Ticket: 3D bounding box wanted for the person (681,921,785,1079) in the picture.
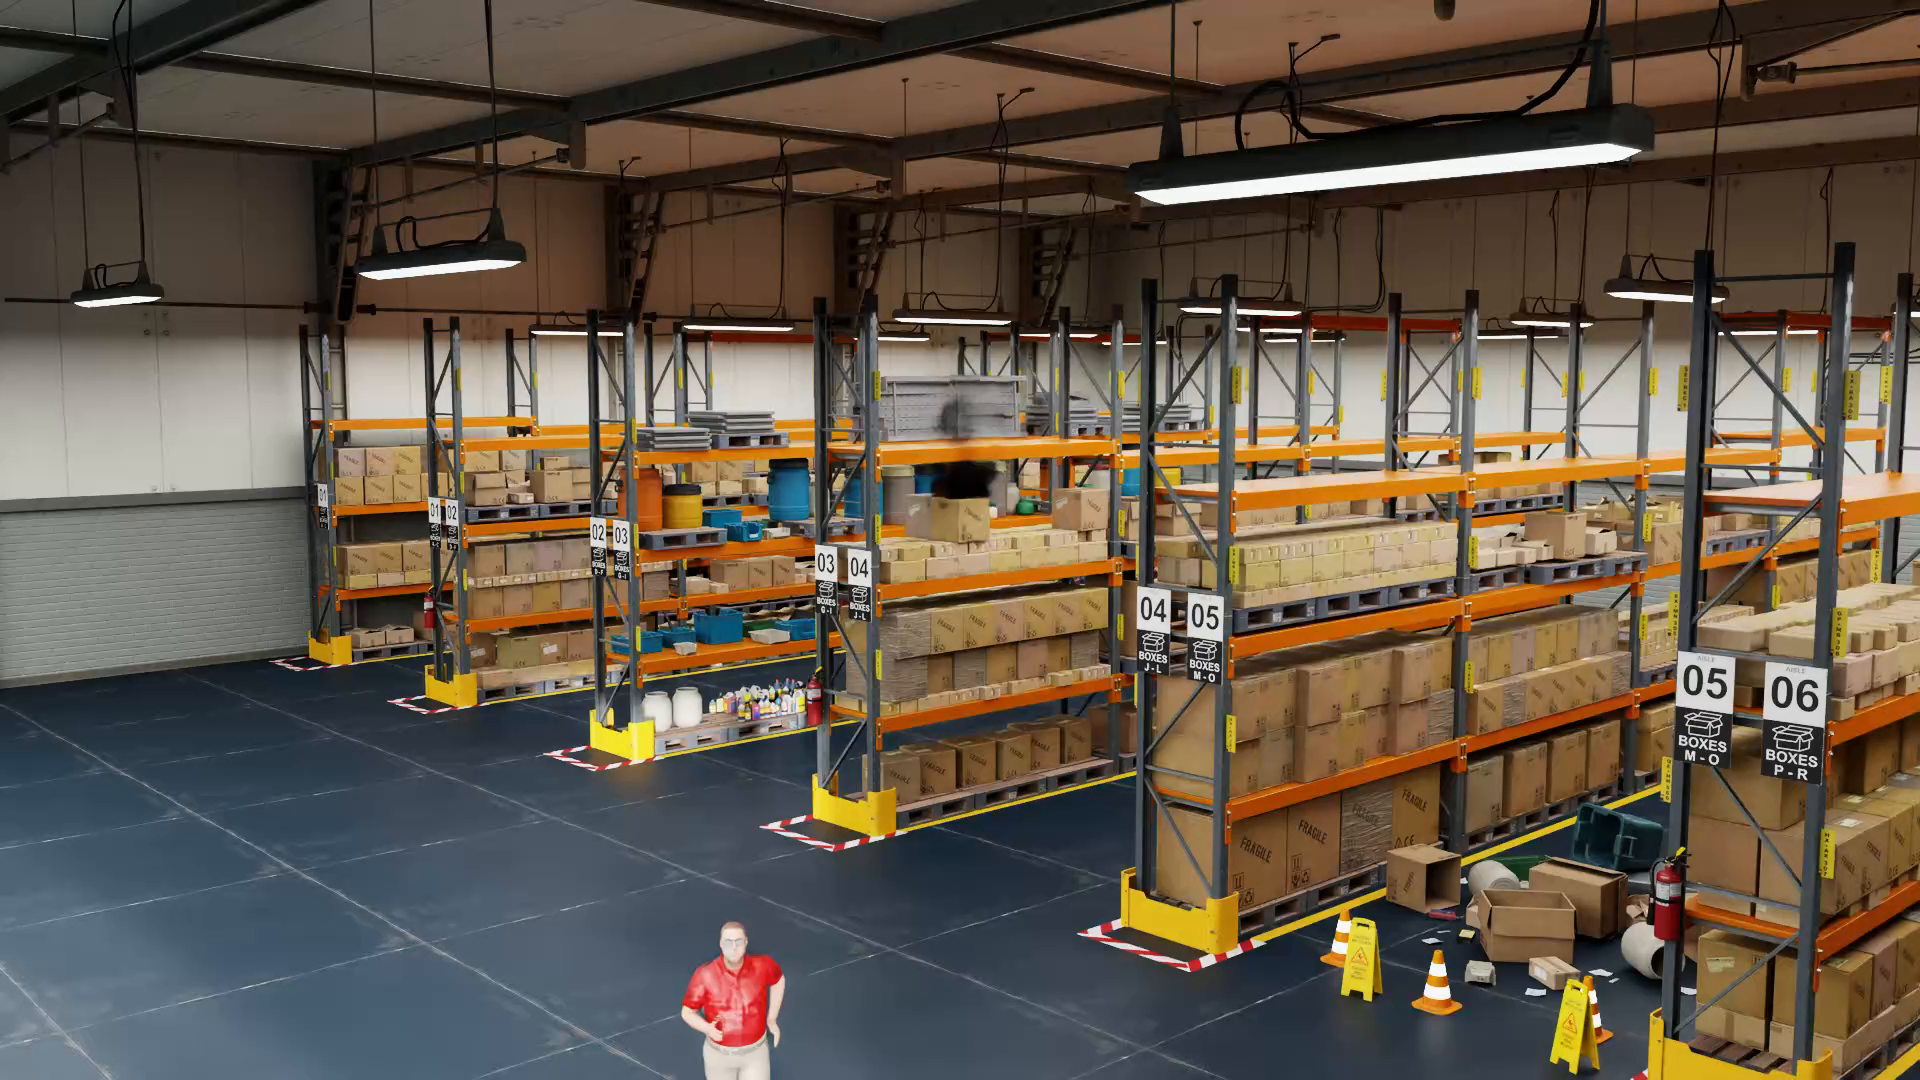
[{"bbox_3d":[-1.407,3.290,10.431,0.660,1.678,0.927,-1,6,-10],"label":"person"}]
